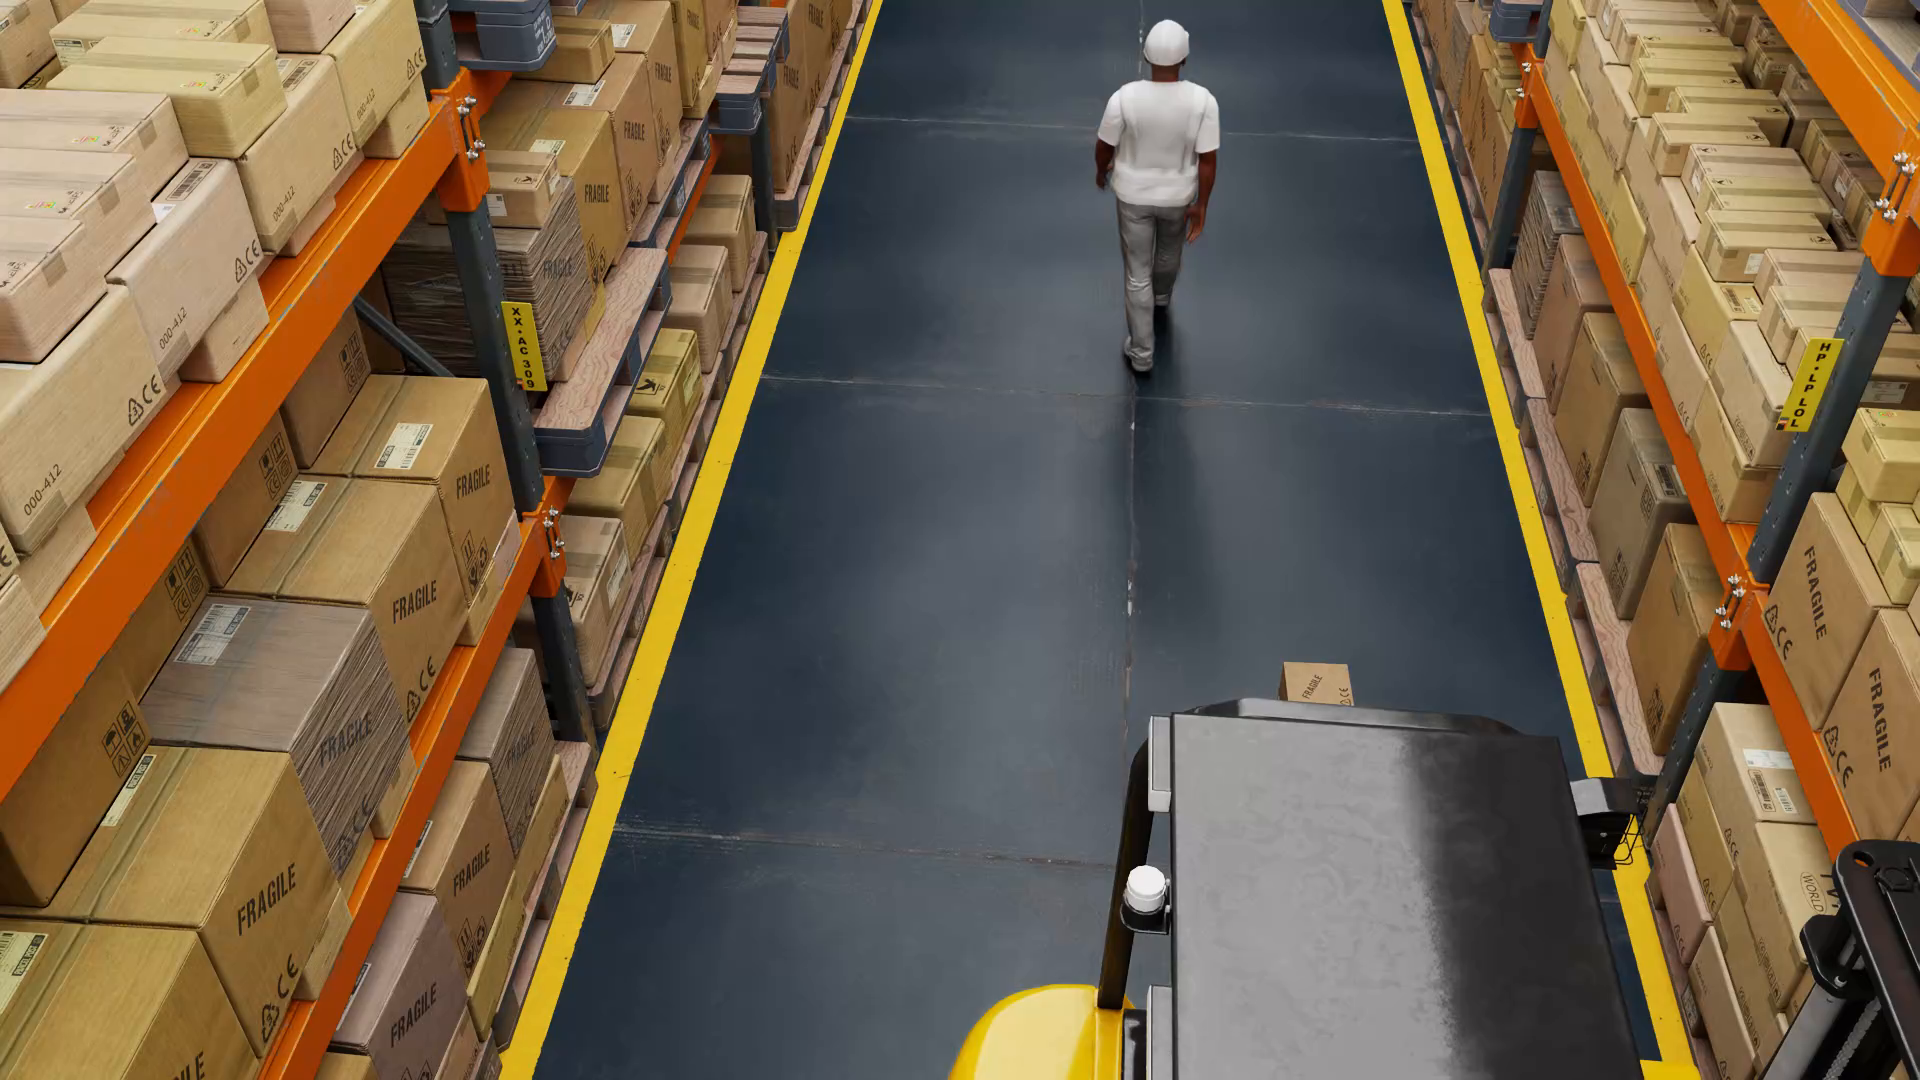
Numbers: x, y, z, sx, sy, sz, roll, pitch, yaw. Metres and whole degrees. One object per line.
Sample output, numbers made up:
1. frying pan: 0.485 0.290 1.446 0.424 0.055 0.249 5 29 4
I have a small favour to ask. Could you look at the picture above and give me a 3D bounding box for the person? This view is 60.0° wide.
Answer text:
1. person: 0.946 -1.790 8.262 0.571 1.736 0.928 0 40 -1
